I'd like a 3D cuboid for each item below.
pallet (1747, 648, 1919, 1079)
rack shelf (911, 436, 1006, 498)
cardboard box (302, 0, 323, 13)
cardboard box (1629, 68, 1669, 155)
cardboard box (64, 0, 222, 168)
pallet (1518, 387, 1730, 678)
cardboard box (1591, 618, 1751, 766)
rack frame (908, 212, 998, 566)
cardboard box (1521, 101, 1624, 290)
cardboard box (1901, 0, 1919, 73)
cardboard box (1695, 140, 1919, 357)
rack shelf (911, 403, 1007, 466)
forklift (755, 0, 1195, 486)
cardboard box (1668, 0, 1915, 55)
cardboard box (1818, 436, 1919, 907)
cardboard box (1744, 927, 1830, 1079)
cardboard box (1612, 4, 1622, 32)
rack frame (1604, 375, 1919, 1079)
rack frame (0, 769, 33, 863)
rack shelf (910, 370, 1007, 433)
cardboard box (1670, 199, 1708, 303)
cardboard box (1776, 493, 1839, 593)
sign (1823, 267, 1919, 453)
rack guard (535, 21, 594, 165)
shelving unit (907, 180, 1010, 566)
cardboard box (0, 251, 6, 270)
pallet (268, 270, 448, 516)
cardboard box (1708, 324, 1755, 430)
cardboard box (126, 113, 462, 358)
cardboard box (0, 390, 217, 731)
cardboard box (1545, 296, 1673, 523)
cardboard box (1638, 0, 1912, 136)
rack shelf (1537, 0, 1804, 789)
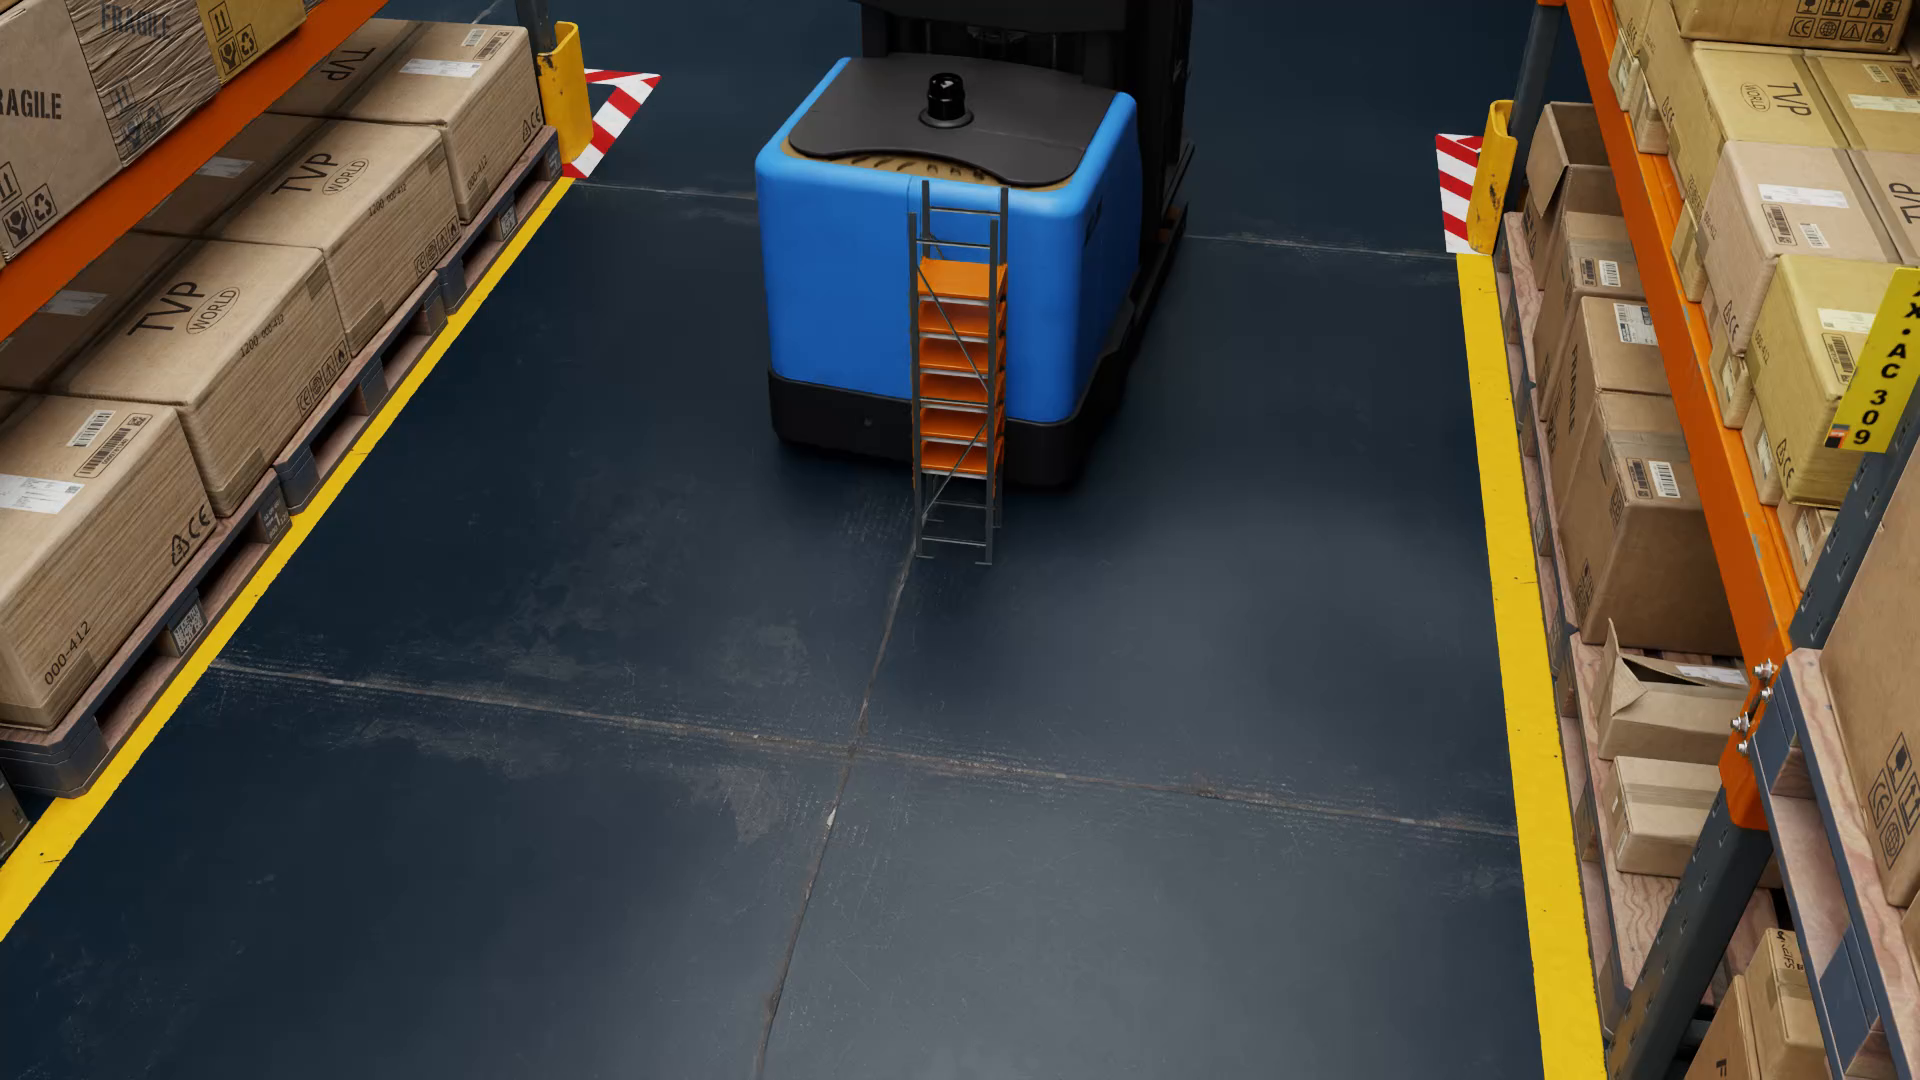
[{"bbox_3d":[1.716,0.683,2.221,1.003,0.211,1.213,6,40,8],"label":"pallet"},{"bbox_3d":[-0.003,-0.234,5.038,0.258,0.103,0.180,6,40,8],"label":"rack shelf"},{"bbox_3d":[-2.239,-2.006,5.243,0.500,0.500,0.500,7,40,9],"label":"cardboard box"},{"bbox_3d":[2.030,-1.148,4.481,0.380,0.149,0.250,7,40,9],"label":"cardboard box"},{"bbox_3d":[-2.405,-1.357,4.458,0.500,0.500,0.500,7,40,8],"label":"cardboard box"},{"bbox_3d":[2.291,-0.005,5.090,1.003,0.211,1.213,6,40,8],"label":"pallet"},{"bbox_3d":[1.831,0.405,4.222,0.396,0.266,0.258,8,40,9],"label":"cardboard box"},{"bbox_3d":[-0.018,-0.396,4.787,0.240,1.200,0.006,6,40,8],"label":"rack frame"},{"bbox_3d":[2.455,-1.218,5.998,0.797,0.503,0.637,5,40,6],"label":"cardboard box"},{"bbox_3d":[2.564,-1.168,4.193,0.500,0.250,0.500,6,40,8],"label":"cardboard box"},{"bbox_3d":[1.882,-0.600,3.506,0.500,0.250,0.500,7,40,8],"label":"cardboard box"},{"bbox_3d":[-0.002,-0.327,4.961,0.258,0.103,0.180,6,40,8],"label":"rack shelf"},{"bbox_3d":[0.280,-2.250,5.672,1.130,2.935,3.031,11,41,13],"label":"forklift"},{"bbox_3d":[2.051,-1.541,4.055,0.500,0.500,0.500,7,40,9],"label":"cardboard box"},{"bbox_3d":[1.658,0.198,2.249,0.700,0.500,0.500,7,40,9],"label":"cardboard box"},{"bbox_3d":[1.638,0.866,2.971,0.380,0.149,0.250,8,40,10],"label":"cardboard box"},{"bbox_3d":[2.213,-1.633,5.068,0.380,0.149,0.250,8,40,9],"label":"cardboard box"},{"bbox_3d":[1.962,0.119,2.752,1.000,3.000,0.127,6,40,8],"label":"rack frame"},{"bbox_3d":[-2.928,-0.426,3.411,1.000,3.000,0.127,6,40,8],"label":"rack frame"},{"bbox_3d":[-0.002,-0.419,4.885,0.258,0.103,0.180,6,40,8],"label":"rack shelf"},{"bbox_3d":[1.902,-0.669,3.902,0.380,0.149,0.250,6,40,7],"label":"cardboard box"},{"bbox_3d":[1.768,-0.012,3.108,0.380,0.149,0.250,7,40,8],"label":"cardboard box"},{"bbox_3d":[1.426,-0.269,2.543,0.100,0.325,0.005,6,40,8],"label":"sign"},{"bbox_3d":[-2.231,-1.988,7.262,1.175,0.500,0.348,6,40,8],"label":"rack guard"},{"bbox_3d":[-0.002,-0.453,4.857,0.258,1.200,0.189,6,40,8],"label":"shelving unit"},{"bbox_3d":[-2.588,-0.730,3.700,0.500,0.500,0.500,8,40,9],"label":"cardboard box"},{"bbox_3d":[-2.510,-0.588,5.795,1.003,0.211,1.213,6,40,8],"label":"pallet"},{"bbox_3d":[1.813,-0.344,3.509,0.380,0.149,0.250,7,40,9],"label":"cardboard box"},{"bbox_3d":[-2.401,-1.110,5.920,0.875,0.438,0.875,7,40,9],"label":"cardboard box"},{"bbox_3d":[-2.713,0.018,4.556,0.875,0.438,0.875,6,40,7],"label":"cardboard box"},{"bbox_3d":[2.079,-0.363,4.968,0.500,0.500,0.500,7,40,8],"label":"cardboard box"},{"bbox_3d":[2.071,-1.235,4.274,0.500,0.250,0.500,5,40,7],"label":"cardboard box"},{"bbox_3d":[2.308,-0.859,4.499,1.077,0.370,4.000,6,40,8],"label":"rack shelf"}]
